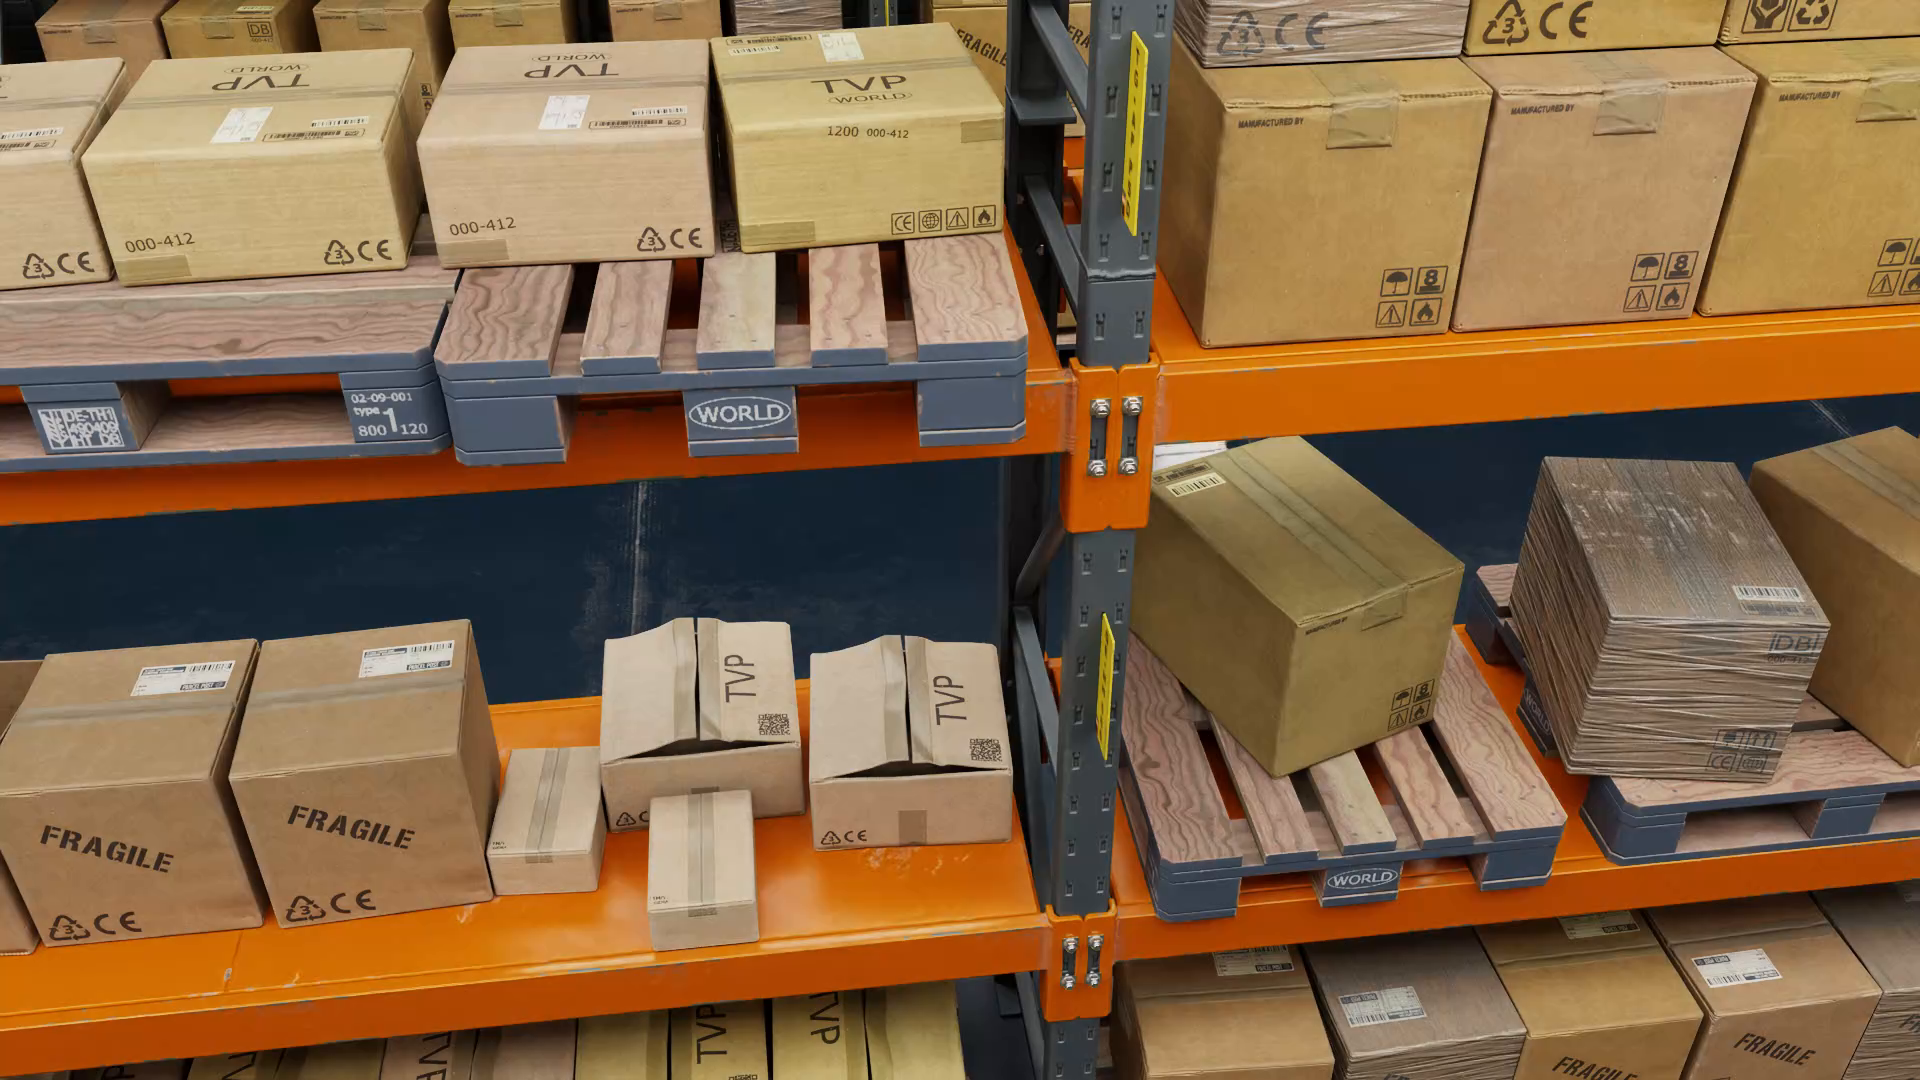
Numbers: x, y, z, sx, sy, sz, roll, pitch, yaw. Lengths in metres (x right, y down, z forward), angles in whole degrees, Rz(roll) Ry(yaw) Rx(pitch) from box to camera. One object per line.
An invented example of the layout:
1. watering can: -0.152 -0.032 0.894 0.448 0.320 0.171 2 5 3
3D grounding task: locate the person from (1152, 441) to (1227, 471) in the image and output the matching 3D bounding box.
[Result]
1. person: 0.937 -0.443 7.495 0.471 0.852 0.863 -4 35 -6
